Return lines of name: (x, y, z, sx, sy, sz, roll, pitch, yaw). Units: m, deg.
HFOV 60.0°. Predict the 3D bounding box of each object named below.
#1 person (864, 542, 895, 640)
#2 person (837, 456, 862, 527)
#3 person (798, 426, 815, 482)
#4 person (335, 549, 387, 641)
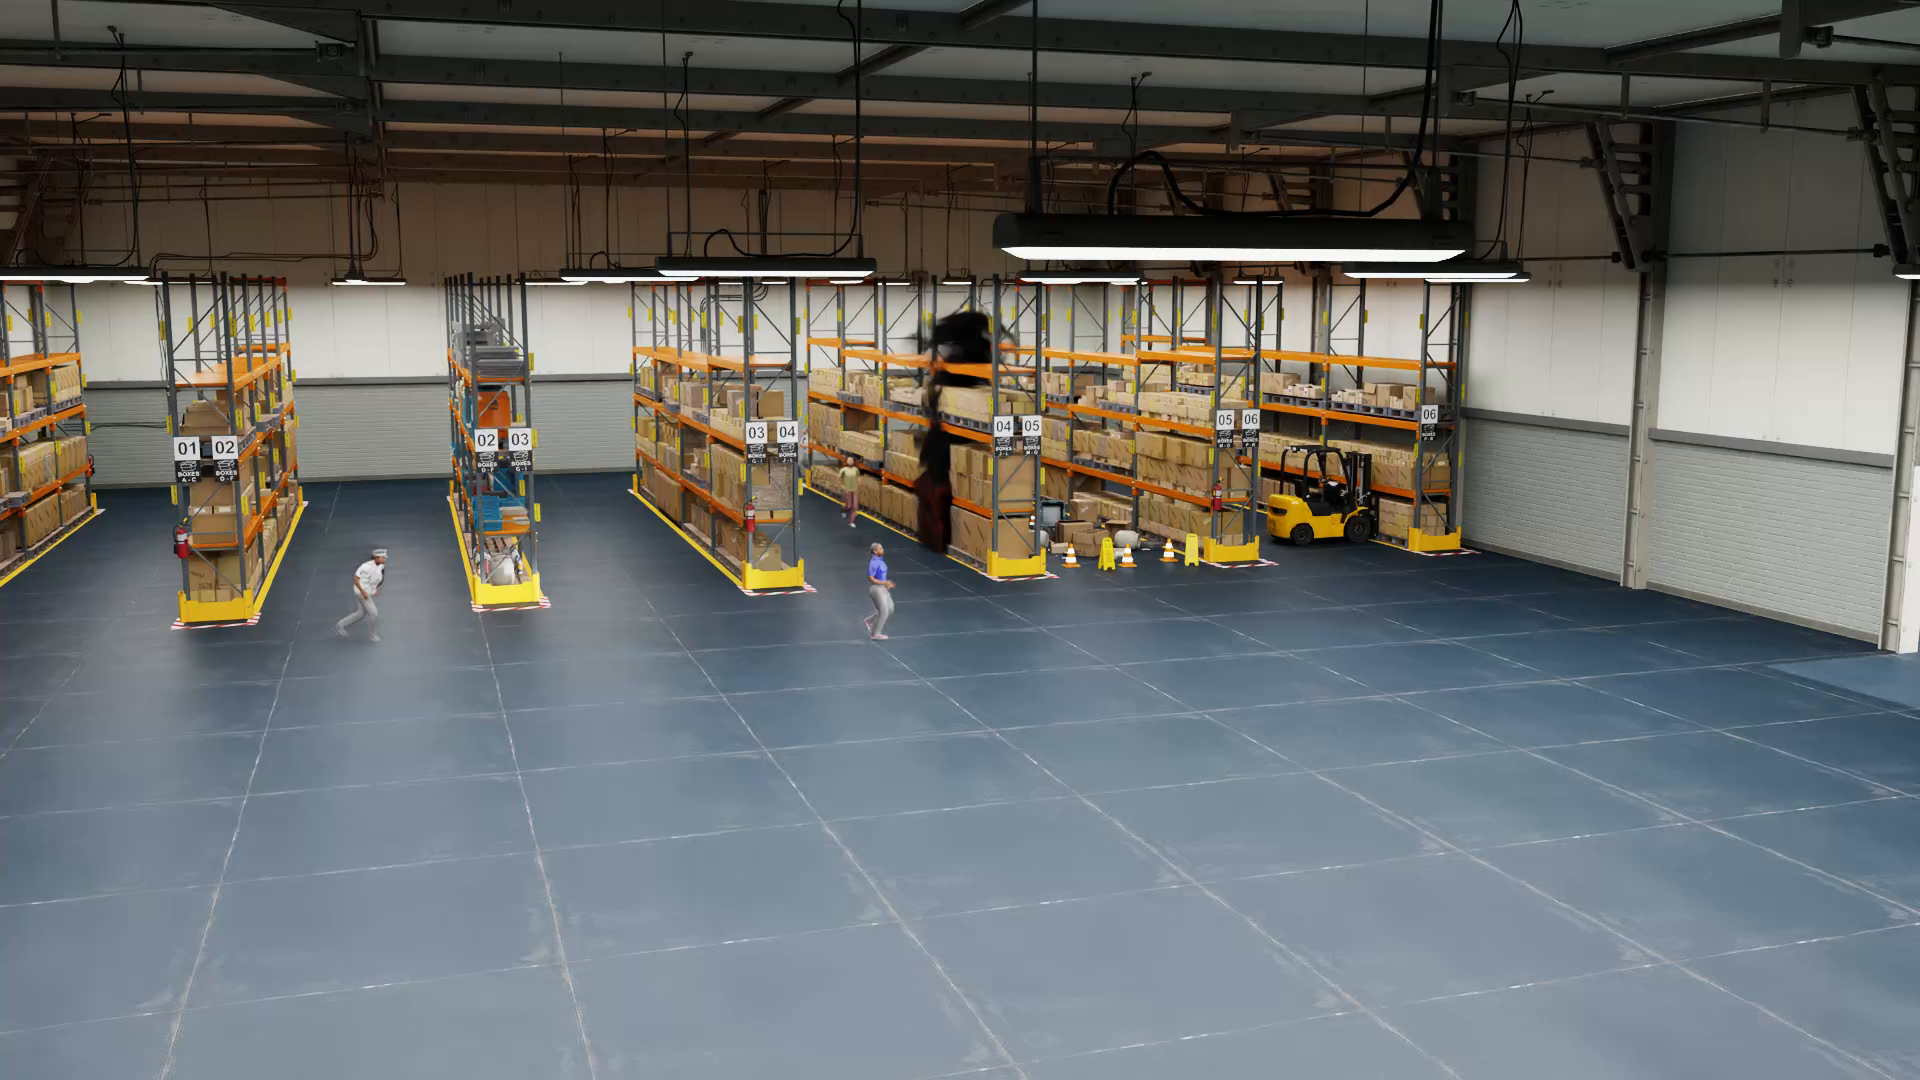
person: (-1.315, 0.832, 27.247, 0.573, 1.607, 0.571, 2, 9, 10)
person: (-2.519, -1.129, 38.247, 0.595, 1.627, 0.699, -3, 9, -21)
person: (-4.533, -2.538, 49.480, 0.721, 1.697, 0.576, -5, 10, -32)
person: (-9.790, 0.913, 27.219, 0.982, 1.575, 0.564, 2, 9, 14)
